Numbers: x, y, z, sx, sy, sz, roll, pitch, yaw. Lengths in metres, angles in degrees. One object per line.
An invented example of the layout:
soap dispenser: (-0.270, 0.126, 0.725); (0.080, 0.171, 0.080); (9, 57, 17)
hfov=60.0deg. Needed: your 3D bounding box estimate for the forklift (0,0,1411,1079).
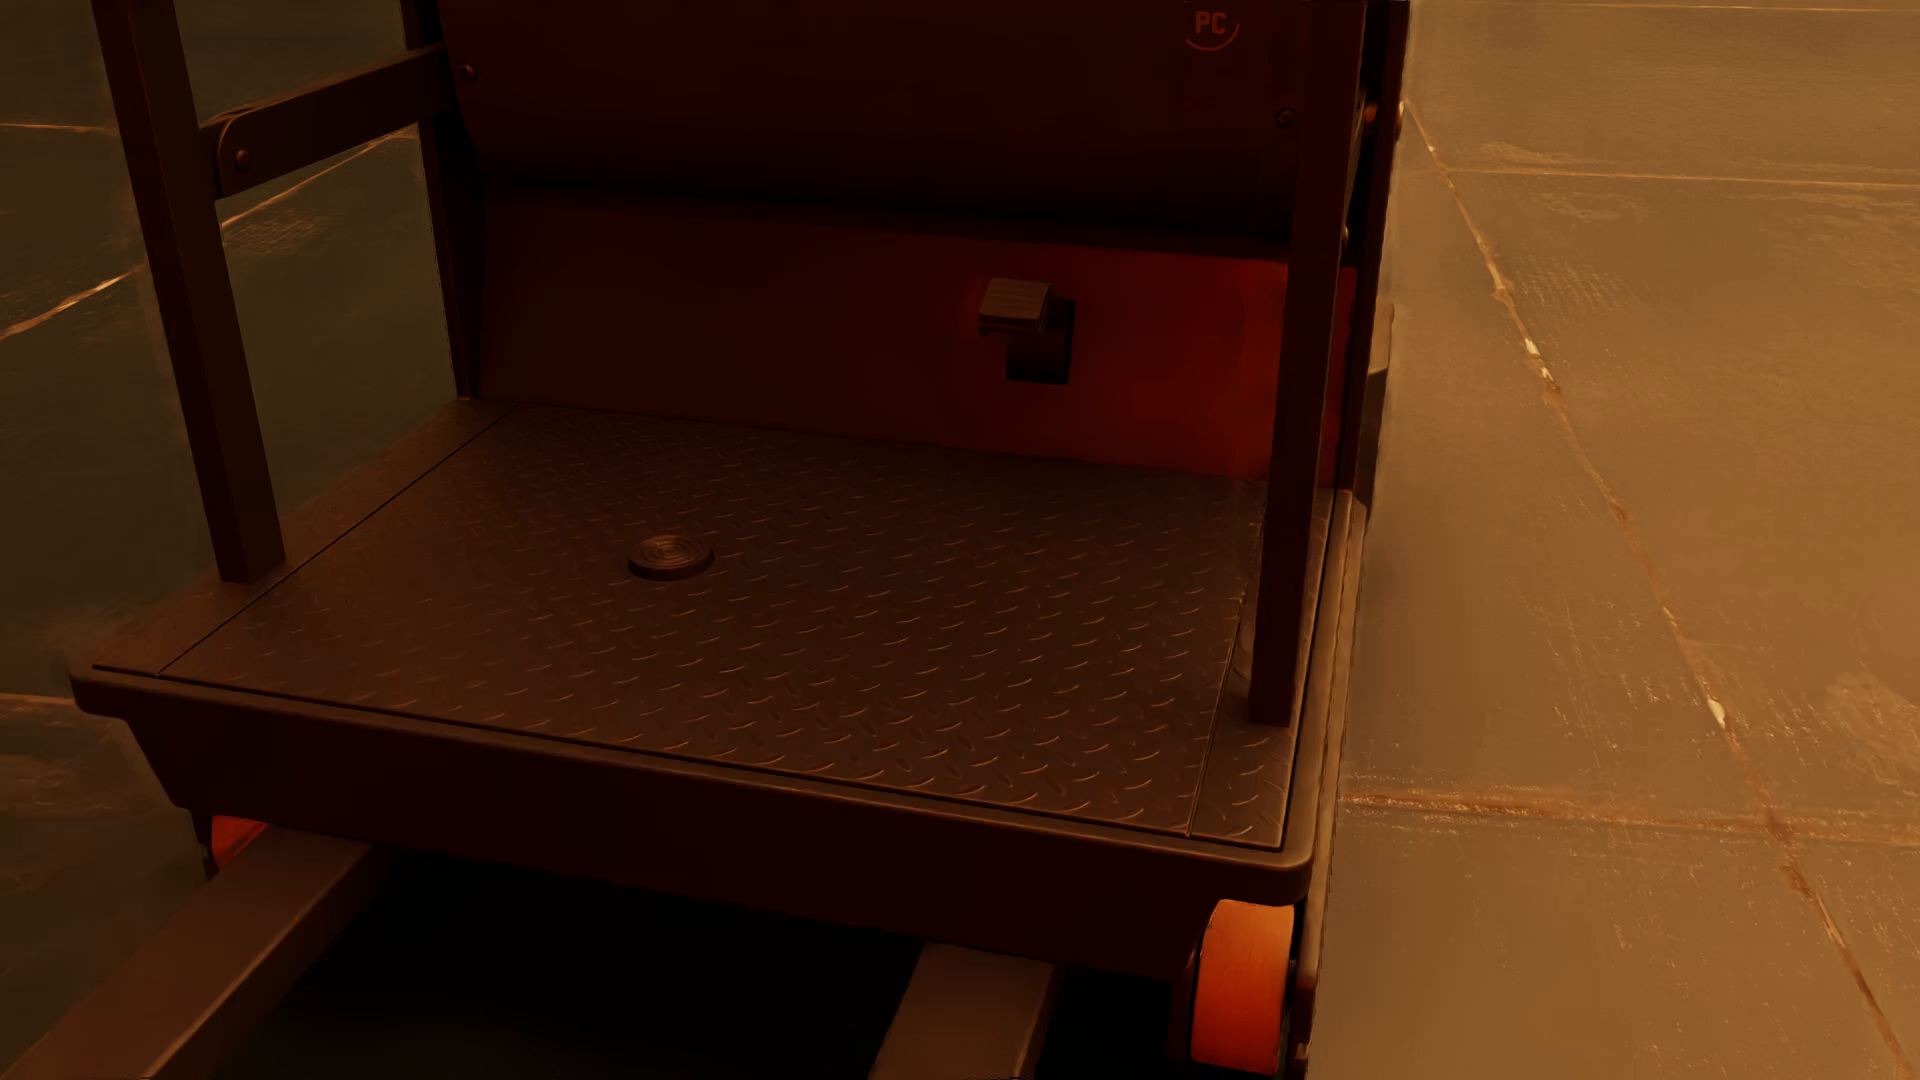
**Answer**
forklift: (-0.148, -1.017, 1.254); (1.130, 2.935, 3.031); (7, 27, 13)
